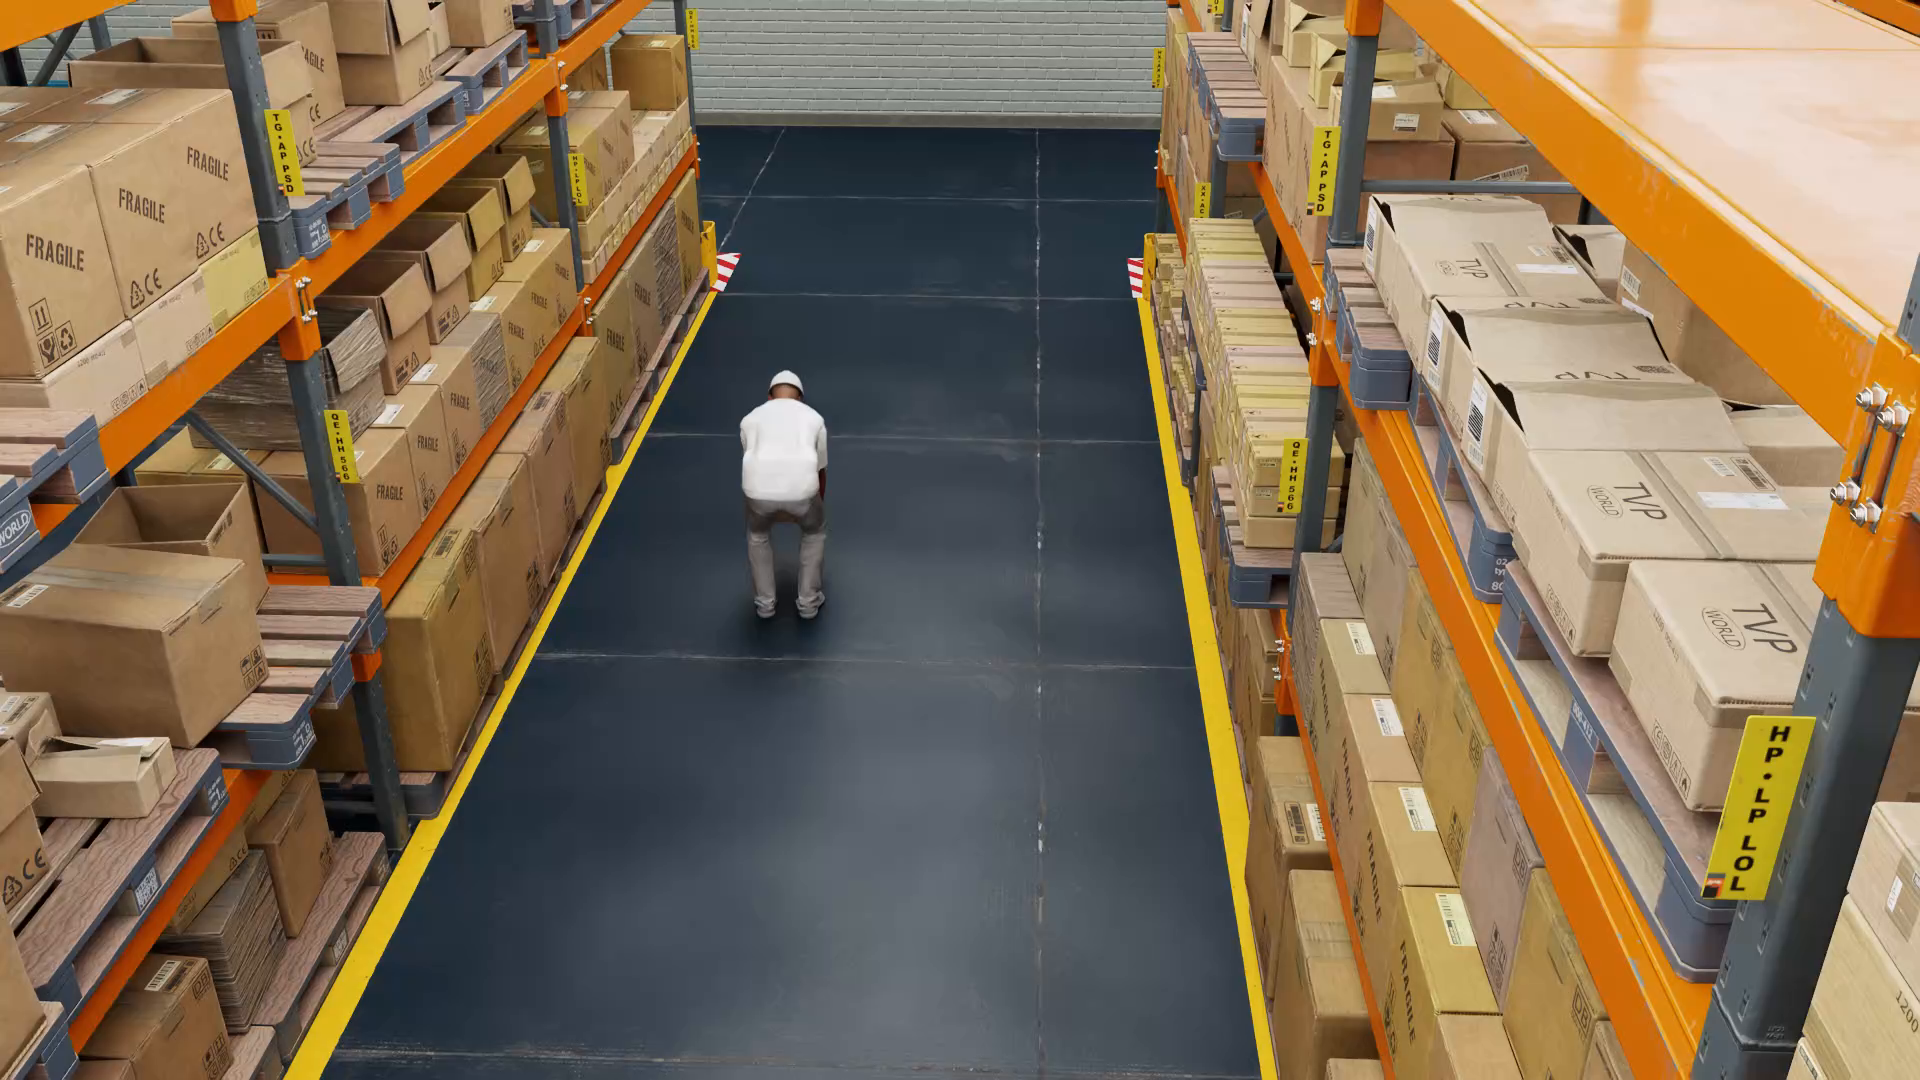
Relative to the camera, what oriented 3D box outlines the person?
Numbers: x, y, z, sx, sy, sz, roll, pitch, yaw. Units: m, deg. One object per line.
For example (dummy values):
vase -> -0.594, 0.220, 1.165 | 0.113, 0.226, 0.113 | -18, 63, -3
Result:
person -> -1.013, -0.256, 9.625 | 0.496, 1.255, 0.940 | 0, 28, 0
